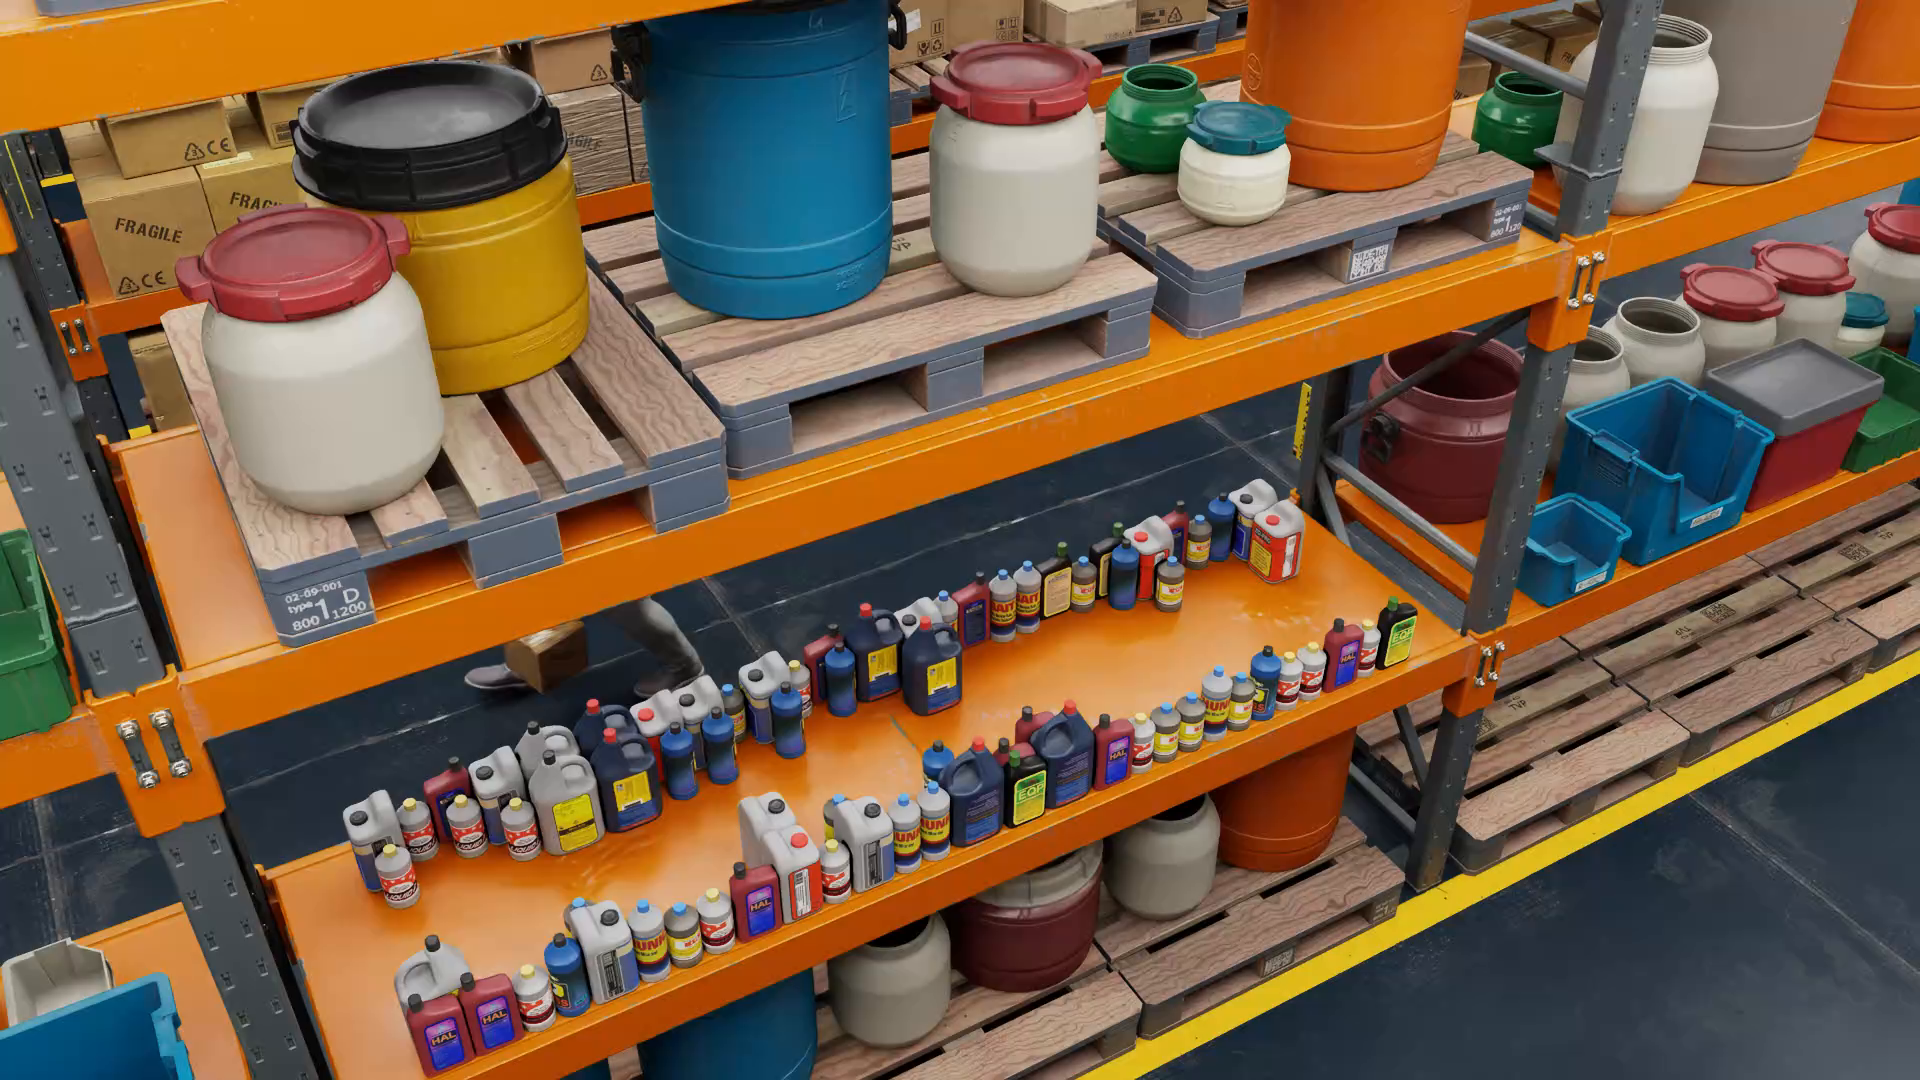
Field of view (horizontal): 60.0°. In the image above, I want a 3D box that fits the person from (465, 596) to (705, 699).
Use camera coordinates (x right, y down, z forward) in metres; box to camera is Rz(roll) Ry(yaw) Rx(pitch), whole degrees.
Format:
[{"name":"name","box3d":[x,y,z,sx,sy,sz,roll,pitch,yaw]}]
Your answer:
[{"name":"person","box3d":[-1.646,0.003,6.908,1.011,1.716,0.549,-15,39,-19]}]
